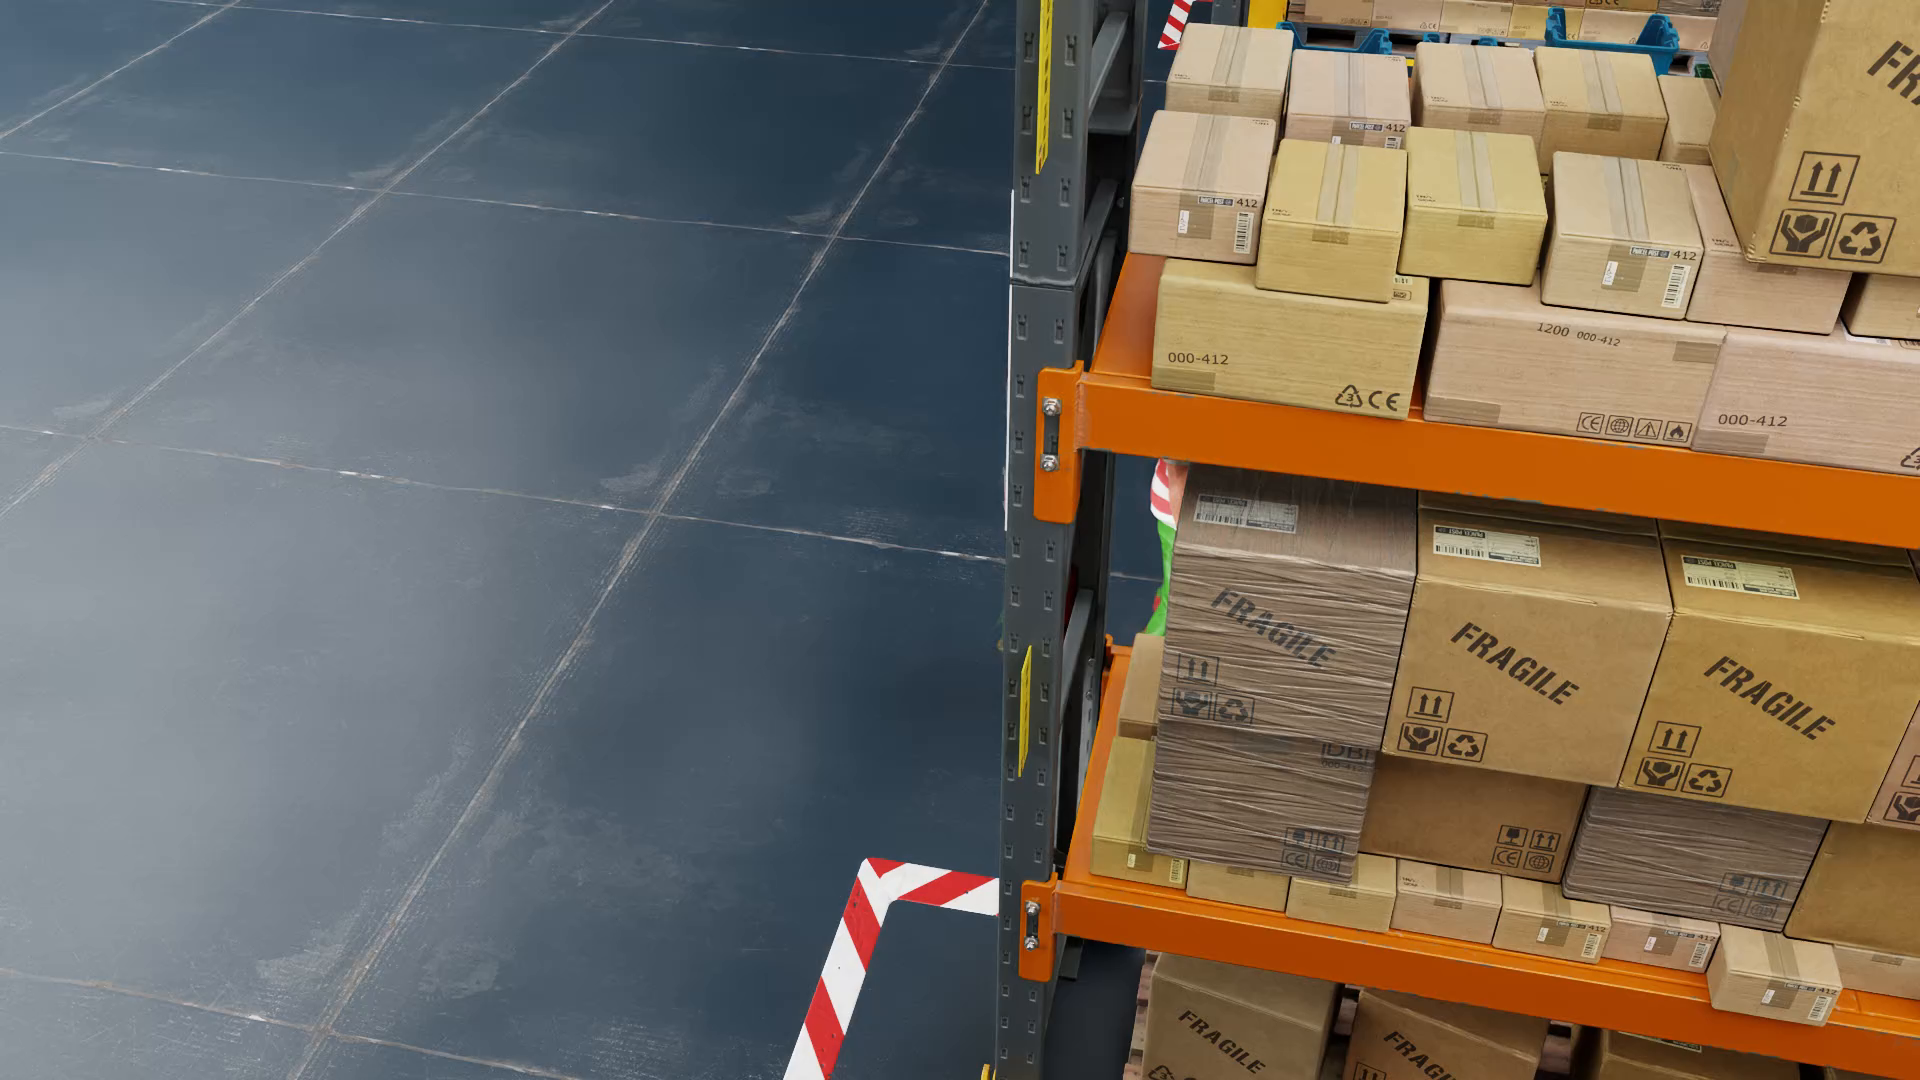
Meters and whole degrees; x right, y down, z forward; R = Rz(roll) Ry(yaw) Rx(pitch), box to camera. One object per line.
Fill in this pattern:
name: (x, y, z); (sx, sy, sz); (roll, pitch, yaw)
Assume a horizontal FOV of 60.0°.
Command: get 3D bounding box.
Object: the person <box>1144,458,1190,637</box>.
person: (0.882, -0.134, 6.323); (0.341, 1.797, 0.524); (8, 37, 11)
